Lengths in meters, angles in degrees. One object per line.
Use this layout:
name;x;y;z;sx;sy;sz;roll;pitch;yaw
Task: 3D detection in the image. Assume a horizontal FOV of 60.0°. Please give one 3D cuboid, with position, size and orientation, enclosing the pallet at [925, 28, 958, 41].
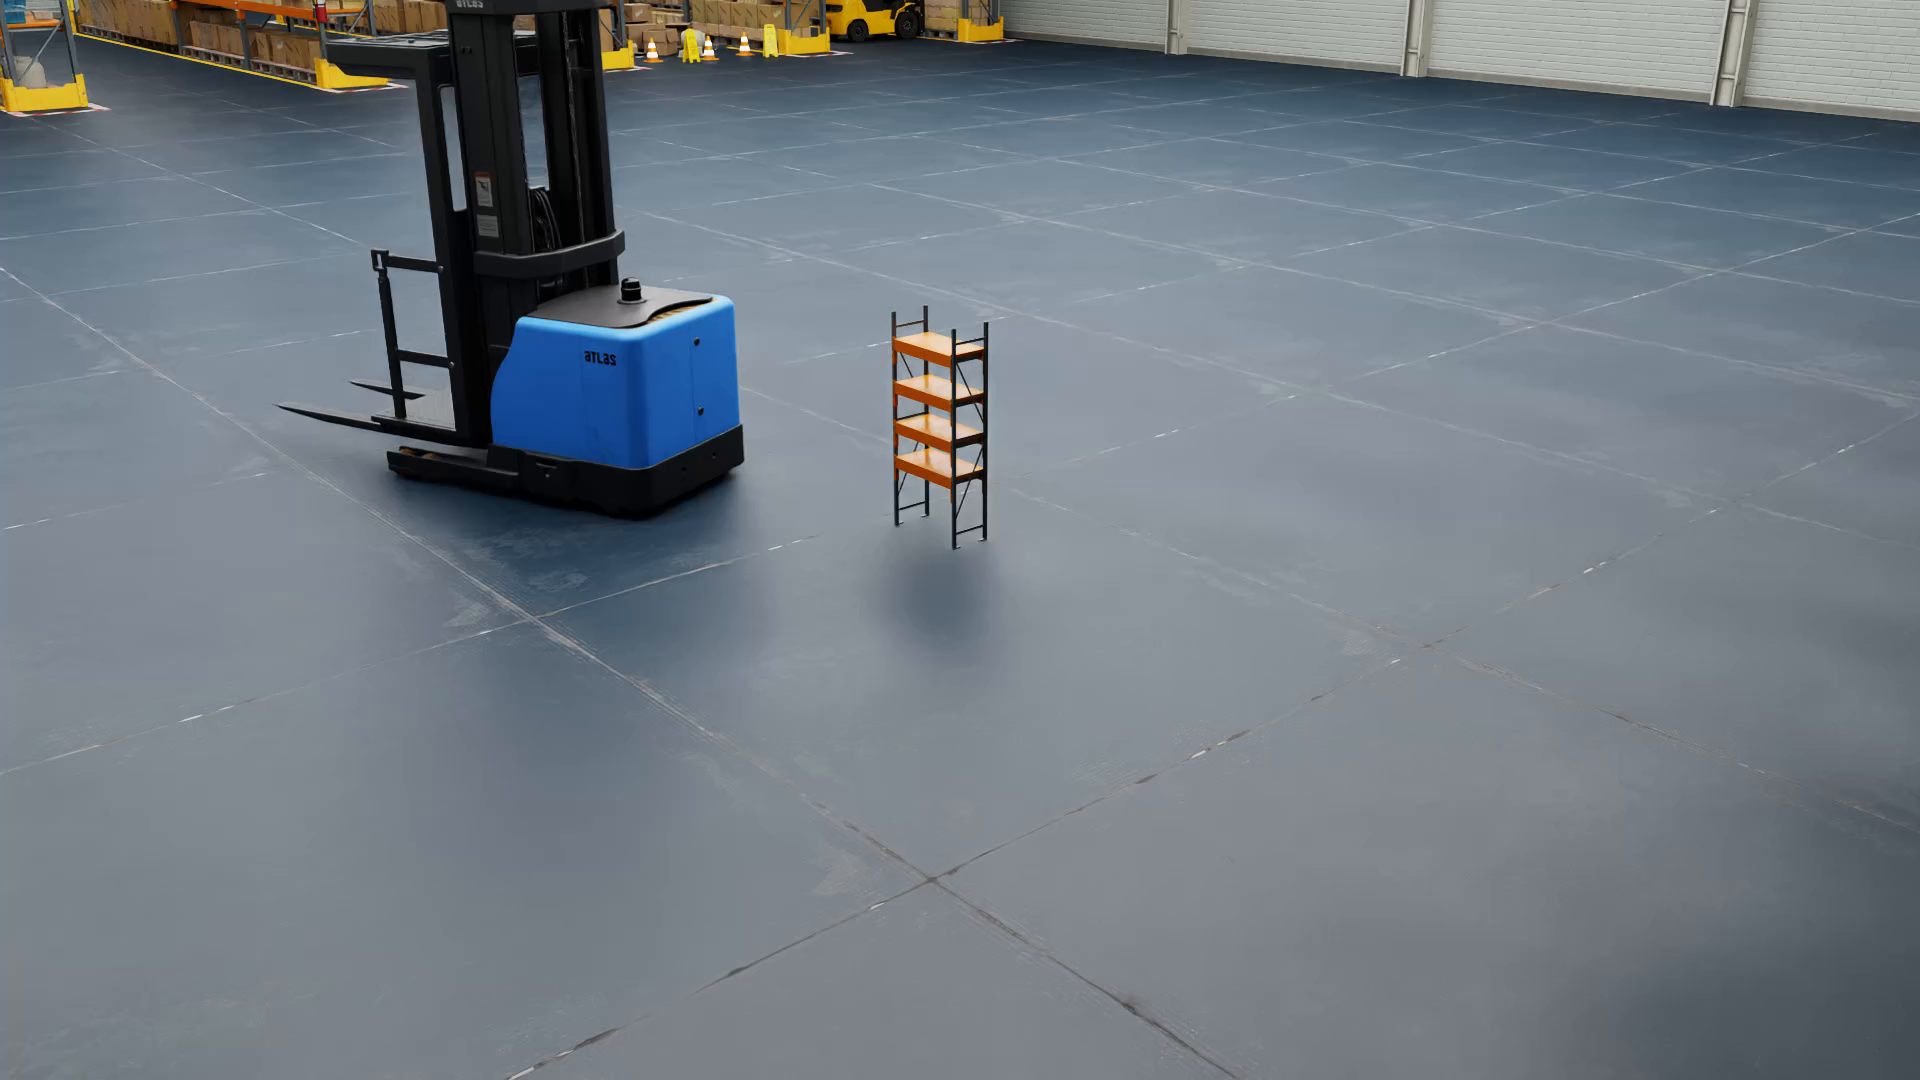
pallet;-0.062;-11.935;39.166;1.003;0.211;1.213;-17;27;-37

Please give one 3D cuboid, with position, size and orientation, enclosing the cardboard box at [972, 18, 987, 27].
cardboard box;0.297;-12.129;39.034;0.500;0.250;0.500;-17;27;-37

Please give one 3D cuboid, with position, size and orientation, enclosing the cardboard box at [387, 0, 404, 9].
cardboard box;-12.840;-12.360;38.253;0.500;0.250;0.500;-18;28;-39

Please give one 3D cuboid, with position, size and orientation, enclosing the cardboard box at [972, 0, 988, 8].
cardboard box;0.299;-12.590;38.840;0.500;0.250;0.500;-18;28;-38

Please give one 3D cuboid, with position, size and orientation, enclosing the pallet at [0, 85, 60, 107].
pallet;-15.160;-7.248;27.200;1.003;0.211;1.213;-17;27;-37

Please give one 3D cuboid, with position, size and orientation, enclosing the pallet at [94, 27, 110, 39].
pallet;-19.867;-12.073;39.519;1.003;0.211;1.213;-17;27;-37

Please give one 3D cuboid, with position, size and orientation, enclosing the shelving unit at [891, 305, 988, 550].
shelving unit;-0.108;-0.604;8.882;0.258;1.200;0.503;-17;27;-37

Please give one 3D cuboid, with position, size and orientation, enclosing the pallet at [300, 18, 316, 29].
pallet;-16.072;-13.174;42.331;1.003;0.211;1.213;-17;27;-37

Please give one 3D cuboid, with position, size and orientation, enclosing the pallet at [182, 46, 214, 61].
pallet;-15.509;-10.186;34.700;1.003;0.211;1.213;-17;27;-37

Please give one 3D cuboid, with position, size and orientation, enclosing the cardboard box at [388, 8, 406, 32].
cardboard box;-12.823;-12.004;38.372;0.500;0.500;0.500;-18;27;-38

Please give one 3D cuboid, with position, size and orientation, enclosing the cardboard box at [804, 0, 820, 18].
cardboard box;-3.484;-13.792;42.764;0.875;0.625;0.625;-19;28;-40

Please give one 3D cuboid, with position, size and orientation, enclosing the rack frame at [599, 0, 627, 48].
rack frame;-6.973;-10.643;32.044;1.000;3.000;0.127;-17;27;-37

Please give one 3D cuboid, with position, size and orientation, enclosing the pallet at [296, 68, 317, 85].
pallet;-11.350;-8.446;30.257;1.003;0.211;1.213;-17;27;-37

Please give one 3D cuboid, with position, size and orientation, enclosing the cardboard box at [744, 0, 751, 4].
cardboard box;-4.462;-11.731;36.098;0.380;0.149;0.250;-17;27;-37

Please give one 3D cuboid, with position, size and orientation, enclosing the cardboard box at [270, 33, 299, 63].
cardboard box;-12.797;-9.350;31.596;0.500;0.500;0.500;-9;23;-21

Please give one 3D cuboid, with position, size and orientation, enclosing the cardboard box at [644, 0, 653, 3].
cardboard box;-8.850;-15.877;48.260;0.500;0.500;0.500;-17;27;-36

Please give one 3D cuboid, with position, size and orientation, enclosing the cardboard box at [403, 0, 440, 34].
cardboard box;-11.866;-11.812;37.537;1.050;0.750;0.750;-18;28;-38

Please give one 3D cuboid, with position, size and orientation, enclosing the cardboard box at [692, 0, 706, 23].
cardboard box;-5.719;-11.991;37.653;0.500;0.500;0.500;-16;26;-35

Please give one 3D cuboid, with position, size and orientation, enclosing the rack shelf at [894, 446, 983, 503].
rack shelf;-0.108;-0.357;8.979;0.258;0.148;0.480;-17;27;-37

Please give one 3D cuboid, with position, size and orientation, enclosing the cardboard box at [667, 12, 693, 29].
cardboard box;-6.244;-12.071;38.717;0.950;0.372;0.625;-17;27;-37

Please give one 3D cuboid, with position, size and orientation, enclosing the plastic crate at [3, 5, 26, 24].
plastic crate;-15.102;-8.309;26.289;0.499;0.251;0.616;-17;27;-37

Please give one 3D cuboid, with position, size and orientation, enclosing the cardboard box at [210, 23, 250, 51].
cardboard box;-14.819;-10.256;33.880;0.700;0.500;0.500;-15;26;-33

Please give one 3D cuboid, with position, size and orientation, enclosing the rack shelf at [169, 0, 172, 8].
rack shelf;-17.324;-11.918;36.286;1.077;0.370;4.000;-17;27;-37

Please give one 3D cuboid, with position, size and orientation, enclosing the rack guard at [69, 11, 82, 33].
rack guard;-21.256;-12.753;40.860;1.175;0.500;0.348;-17;27;-37

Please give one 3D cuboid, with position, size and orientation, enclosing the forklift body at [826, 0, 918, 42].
forklift body;-2.151;-12.726;38.527;2.313;2.155;1.214;-17;27;-37

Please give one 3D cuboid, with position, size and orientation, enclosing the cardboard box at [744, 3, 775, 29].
cardboard box;-4.353;-11.416;36.185;0.500;0.500;0.500;-16;27;-36

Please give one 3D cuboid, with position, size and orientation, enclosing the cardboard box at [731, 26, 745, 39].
cardboard box;-4.698;-11.212;36.691;0.500;0.250;0.500;-19;28;-39

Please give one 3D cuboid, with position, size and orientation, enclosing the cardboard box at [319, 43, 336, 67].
cardboard box;-11.191;-8.698;29.931;0.500;0.500;0.500;-12;24;-28

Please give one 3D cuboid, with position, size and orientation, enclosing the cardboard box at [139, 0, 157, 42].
cardboard box;-17.029;-11.350;36.188;1.225;0.875;0.875;-17;27;-37

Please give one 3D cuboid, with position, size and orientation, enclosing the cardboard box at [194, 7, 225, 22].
cardboard box;-15.558;-10.912;34.528;0.500;0.250;0.500;-16;27;-35

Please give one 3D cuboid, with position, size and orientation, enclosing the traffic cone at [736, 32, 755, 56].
traffic cone;-4.547;-10.480;35.106;0.336;0.463;0.334;-17;27;-37

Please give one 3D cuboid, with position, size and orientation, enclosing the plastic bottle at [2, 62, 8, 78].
plastic bottle;-16.492;-8.148;28.806;0.152;0.276;0.135;-17;27;-37

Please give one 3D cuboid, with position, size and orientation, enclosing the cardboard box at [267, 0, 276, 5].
cardboard box;-12.506;-9.936;30.584;0.380;0.149;0.250;-17;27;-37

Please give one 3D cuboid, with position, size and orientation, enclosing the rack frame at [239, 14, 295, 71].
rack frame;-13.407;-10.595;31.922;1.000;3.000;0.127;-17;27;-37

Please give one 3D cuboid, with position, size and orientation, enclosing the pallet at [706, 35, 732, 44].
pallet;-5.435;-11.479;38.002;1.003;0.211;1.213;-17;27;-37

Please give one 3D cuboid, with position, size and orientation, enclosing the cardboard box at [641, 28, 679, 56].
cardboard box;-6.353;-10.569;35.279;0.637;0.503;0.797;3;22;9

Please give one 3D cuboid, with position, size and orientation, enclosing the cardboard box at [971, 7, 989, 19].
cardboard box;0.319;-12.359;38.935;0.500;0.250;0.500;-17;27;-36

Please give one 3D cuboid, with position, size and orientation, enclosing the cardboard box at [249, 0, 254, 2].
cardboard box;-13.157;-10.213;31.290;0.380;0.149;0.250;-17;27;-37

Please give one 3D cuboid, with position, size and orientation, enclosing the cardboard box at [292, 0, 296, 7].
cardboard box;-11.787;-9.680;29.931;0.380;0.149;0.250;-17;27;-37

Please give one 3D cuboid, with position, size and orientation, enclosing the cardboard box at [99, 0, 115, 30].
cardboard box;-19.587;-12.462;39.025;0.875;0.875;0.875;-17;27;-37

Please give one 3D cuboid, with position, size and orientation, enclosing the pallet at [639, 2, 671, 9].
pallet;-8.612;-15.576;48.463;1.003;0.211;1.213;-17;27;-37

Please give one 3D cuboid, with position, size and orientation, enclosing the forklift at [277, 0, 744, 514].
forklift;-2.845;-1.869;9.738;3.031;2.935;1.130;11;24;25

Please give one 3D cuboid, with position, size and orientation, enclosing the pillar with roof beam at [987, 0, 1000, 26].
pillar with roof beam;-2.564;-15.207;35.472;9.100;9.000;0.400;-17;27;-37

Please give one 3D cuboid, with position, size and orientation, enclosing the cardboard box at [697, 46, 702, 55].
cardboard box;-5.674;-10.403;35.340;0.380;0.149;0.250;-4;22;-10

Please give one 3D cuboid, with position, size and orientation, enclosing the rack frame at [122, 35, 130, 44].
rack frame;-18.629;-12.805;37.565;1.000;3.000;0.127;-17;27;-37

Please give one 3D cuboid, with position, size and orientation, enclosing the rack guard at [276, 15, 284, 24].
rack guard;-17.367;-13.879;43.733;1.175;0.500;0.348;-17;27;-37

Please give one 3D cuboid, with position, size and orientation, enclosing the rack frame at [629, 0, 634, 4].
rack frame;-8.511;-14.059;40.767;1.000;3.000;0.127;-17;27;-37

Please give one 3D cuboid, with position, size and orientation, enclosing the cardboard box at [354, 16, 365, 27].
cardboard box;-14.178;-12.577;39.833;0.500;0.500;0.500;-16;26;-35

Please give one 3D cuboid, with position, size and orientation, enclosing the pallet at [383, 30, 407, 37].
pallet;-12.704;-11.771;38.748;1.003;0.211;1.213;-17;27;-37

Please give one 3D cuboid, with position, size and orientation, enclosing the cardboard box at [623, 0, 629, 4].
cardboard box;-8.899;-13.476;41.616;0.875;0.875;0.875;-18;28;-38

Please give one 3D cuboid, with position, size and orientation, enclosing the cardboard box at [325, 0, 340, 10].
cardboard box;-11.139;-9.403;29.222;0.380;0.149;0.250;-17;27;-37

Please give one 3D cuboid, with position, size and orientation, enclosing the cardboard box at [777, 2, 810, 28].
cardboard box;-3.622;-11.409;36.165;0.500;0.500;0.500;-19;28;-39
